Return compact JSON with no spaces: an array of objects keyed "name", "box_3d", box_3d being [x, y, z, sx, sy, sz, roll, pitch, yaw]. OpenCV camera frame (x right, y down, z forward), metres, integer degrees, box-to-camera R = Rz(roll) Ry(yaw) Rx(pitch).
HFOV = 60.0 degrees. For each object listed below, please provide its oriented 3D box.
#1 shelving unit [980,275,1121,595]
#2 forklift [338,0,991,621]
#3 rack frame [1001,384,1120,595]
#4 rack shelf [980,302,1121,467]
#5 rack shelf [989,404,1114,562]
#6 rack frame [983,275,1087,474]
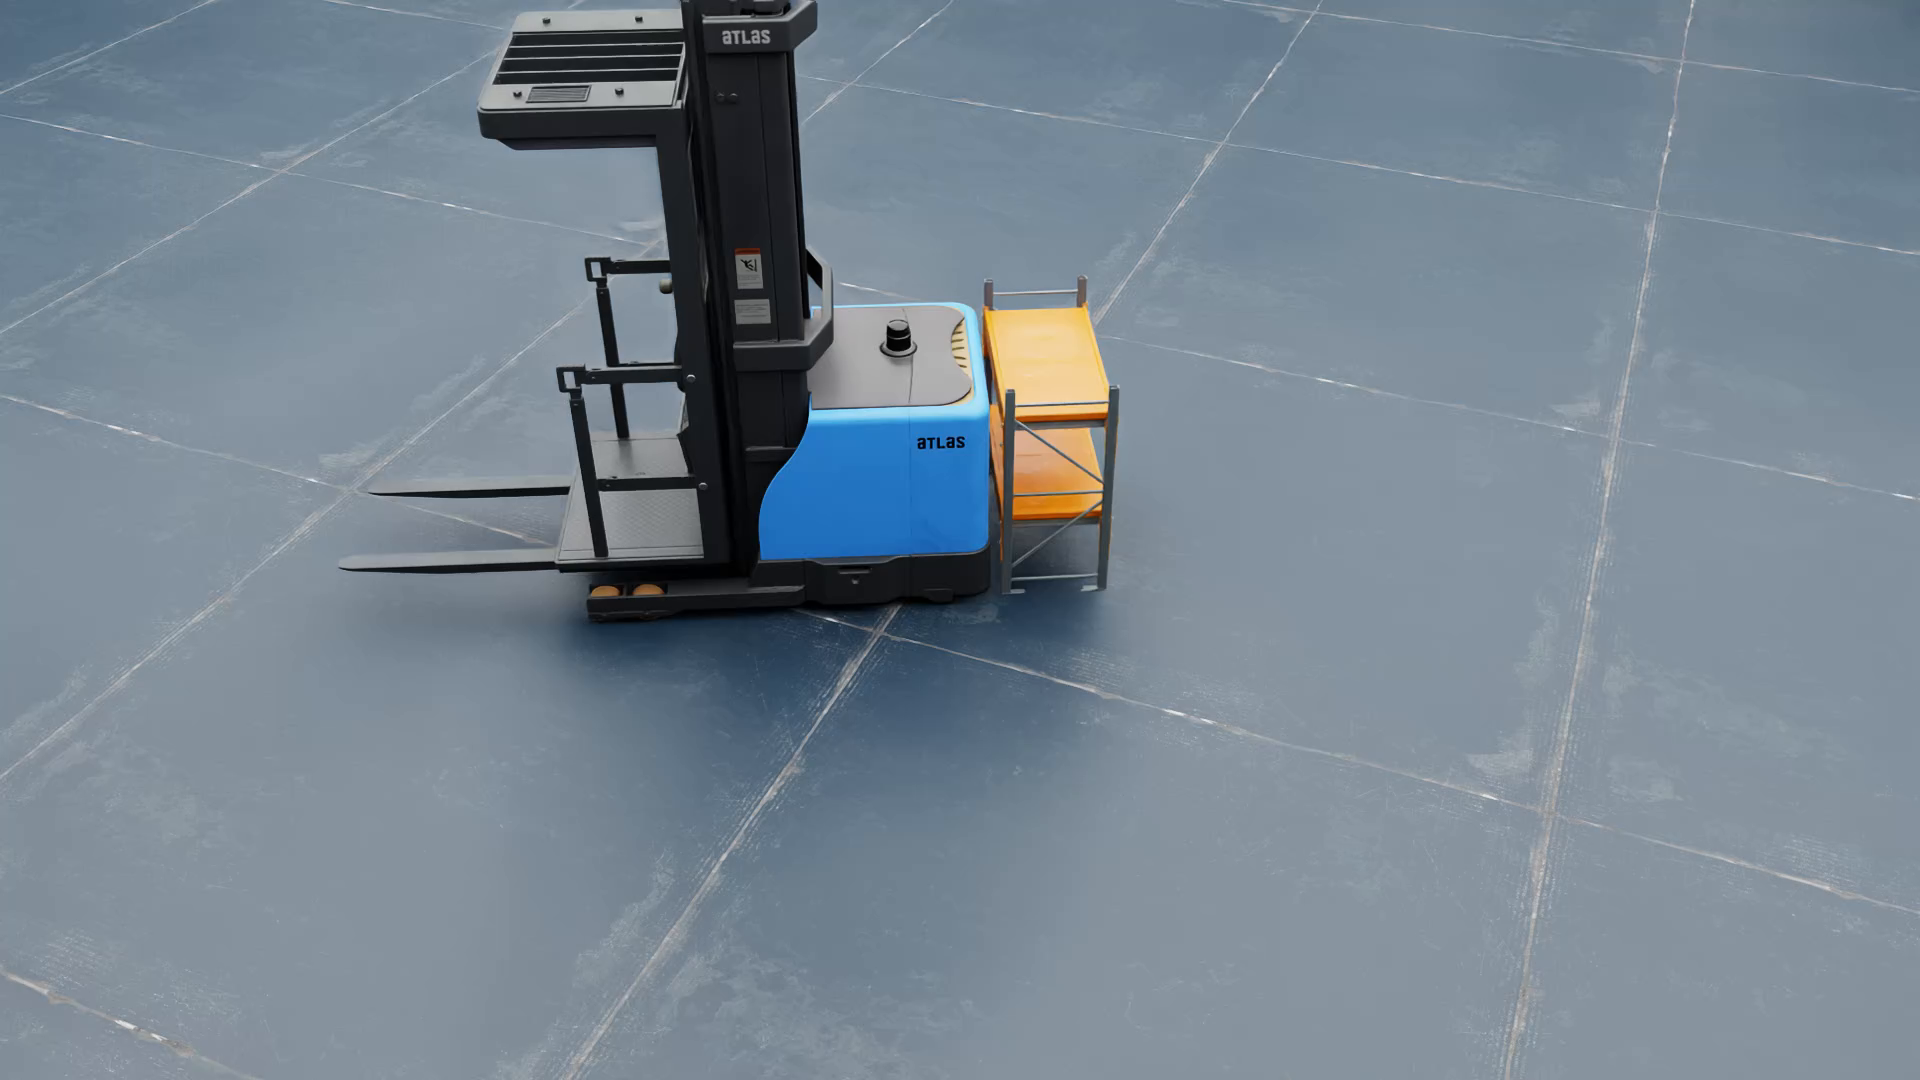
[{"name":"shelving unit","box_3d":[0.407,-0.514,7.998,0.538,1.125,1.048,-3,37,-4]},{"name":"forklift","box_3d":[-1.395,-1.123,7.304,3.031,2.935,1.130,-2,37,-3]},{"name":"rack frame","box_3d":[0.447,-0.210,7.592,0.500,1.125,0.032,-3,37,-4]},{"name":"rack shelf","box_3d":[0.407,-0.748,7.823,0.538,0.278,1.000,-3,37,-4]},{"name":"rack shelf","box_3d":[0.407,-0.318,8.144,0.538,0.278,1.000,-3,37,-4]},{"name":"rack frame","box_3d":[0.368,-0.817,8.404,0.500,1.125,0.032,-3,37,-4]}]
